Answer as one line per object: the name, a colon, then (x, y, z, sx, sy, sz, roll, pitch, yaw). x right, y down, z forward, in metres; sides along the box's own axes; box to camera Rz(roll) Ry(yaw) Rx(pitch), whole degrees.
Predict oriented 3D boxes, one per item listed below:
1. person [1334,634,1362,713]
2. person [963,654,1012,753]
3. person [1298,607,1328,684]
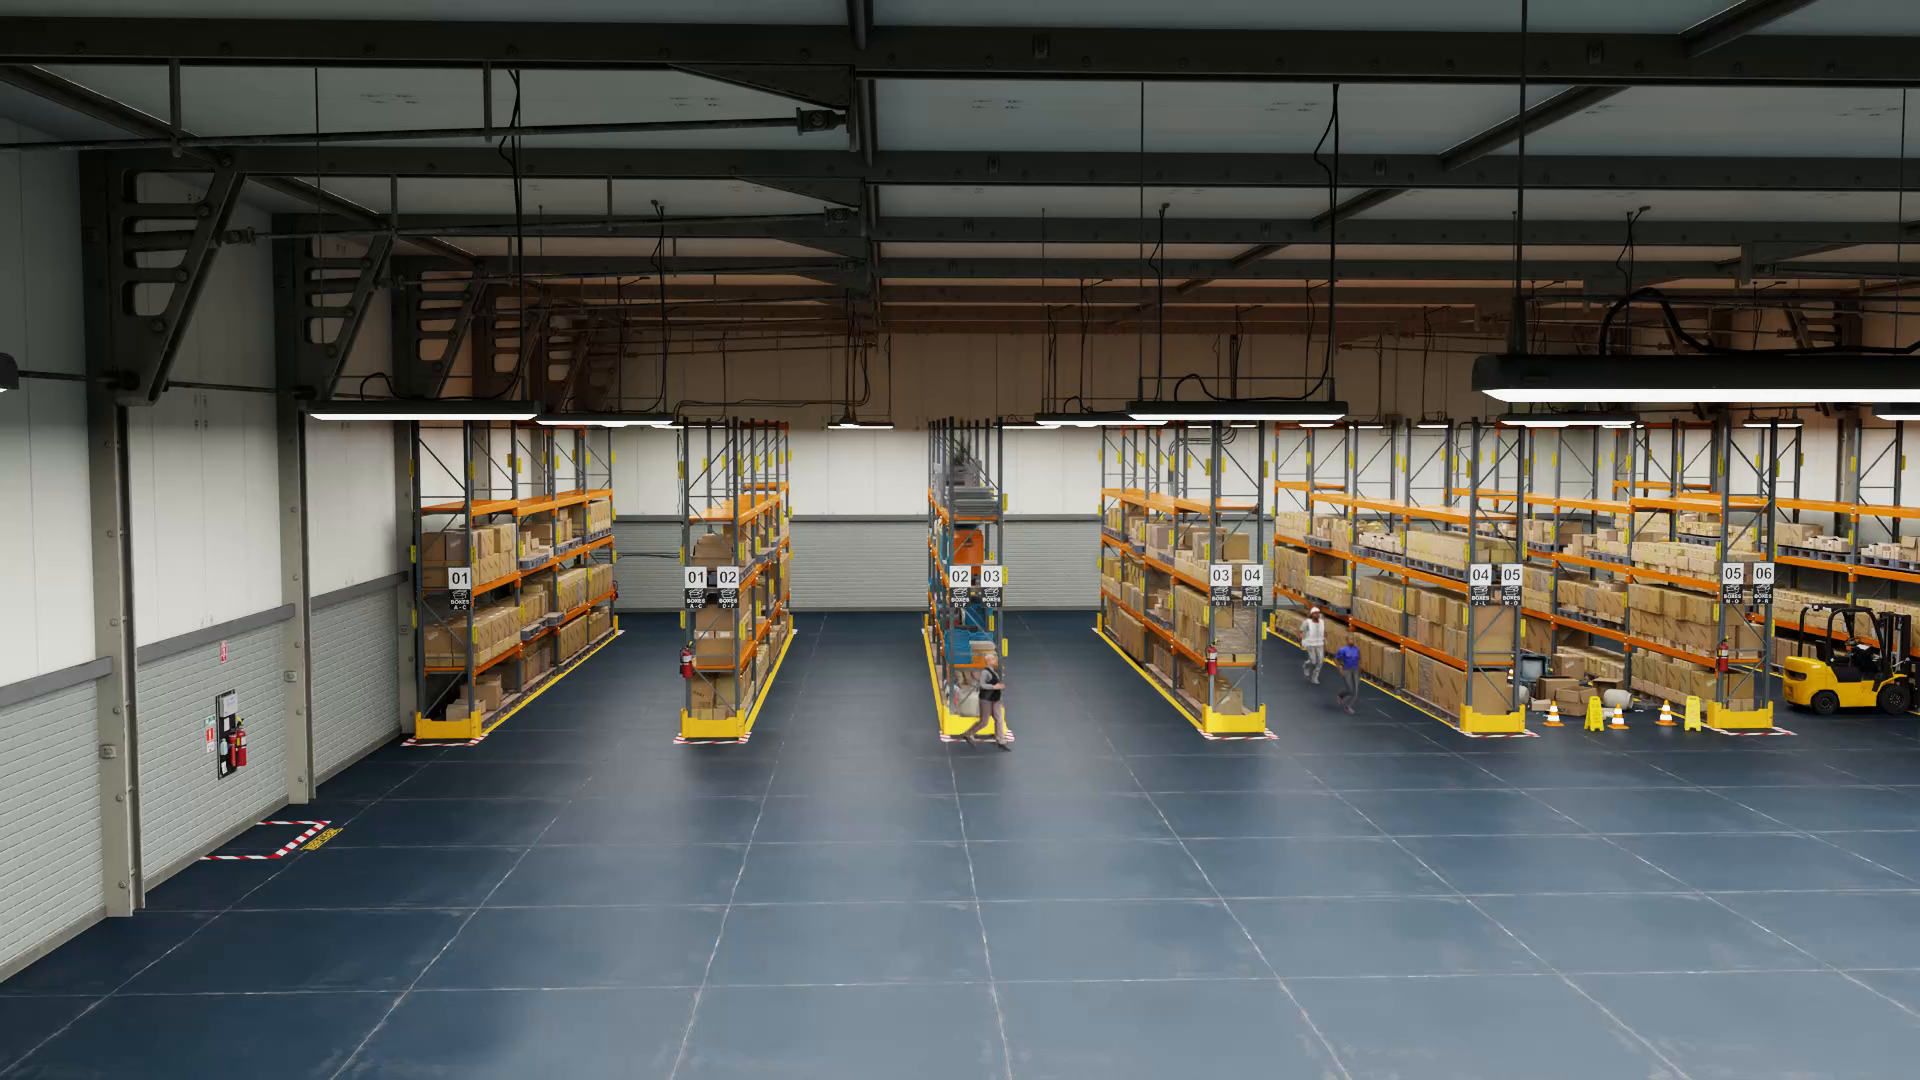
person: (7.933, 2.718, 33.828, 0.563, 1.611, 0.559, -1, 4, -17)
person: (0.517, 2.912, 29.821, 0.935, 1.746, 0.666, 2, 4, 28)
person: (8.057, 2.395, 37.802, 0.688, 1.735, 0.599, -1, 4, -13)
